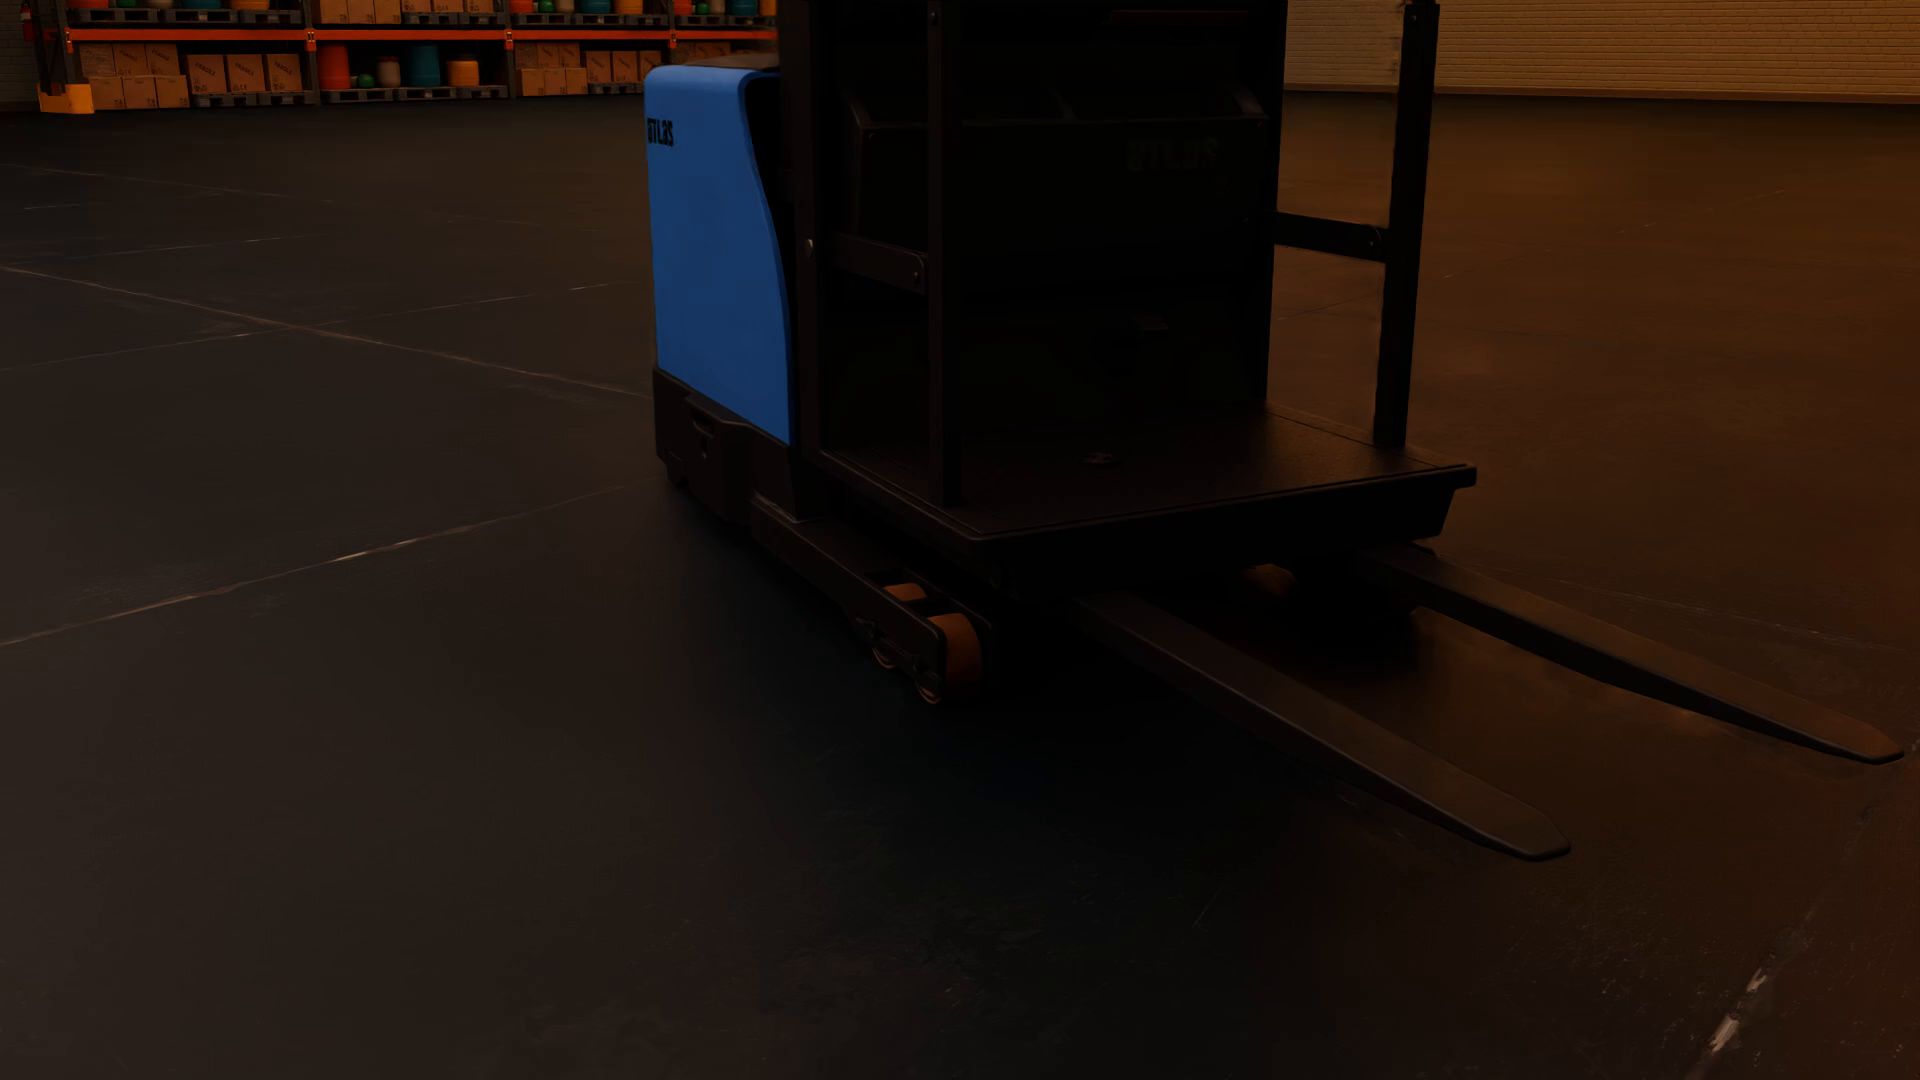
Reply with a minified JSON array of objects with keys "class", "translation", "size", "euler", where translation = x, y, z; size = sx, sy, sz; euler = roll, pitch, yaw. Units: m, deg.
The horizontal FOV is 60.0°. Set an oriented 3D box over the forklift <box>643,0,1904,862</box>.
[{"class":"forklift","translation":[0.297,-1.253,3.025],"size":[1.130,2.935,3.031],"euler":[-8,19,-25]}]
